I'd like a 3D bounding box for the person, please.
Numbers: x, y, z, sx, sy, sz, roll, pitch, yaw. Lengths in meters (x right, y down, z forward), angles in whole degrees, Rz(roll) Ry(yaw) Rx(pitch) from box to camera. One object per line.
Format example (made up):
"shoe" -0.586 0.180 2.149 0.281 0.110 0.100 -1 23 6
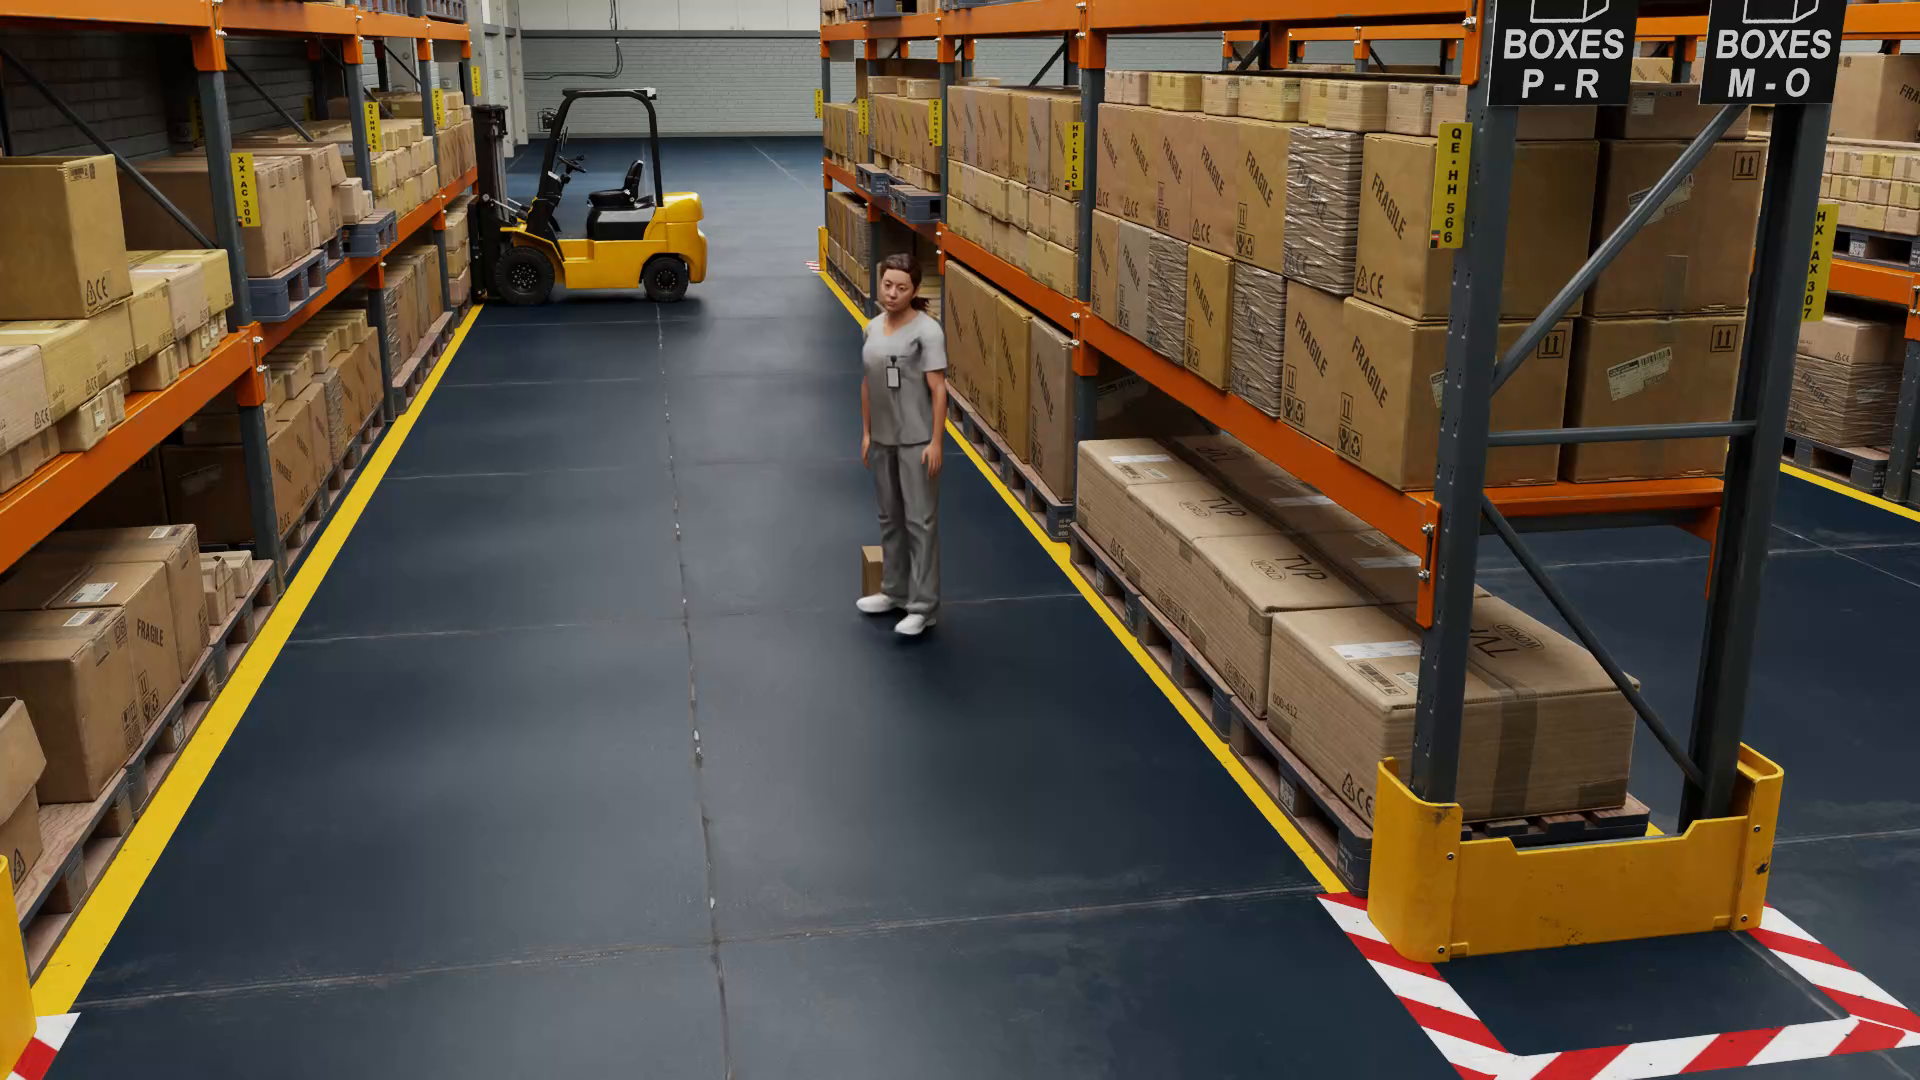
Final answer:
"person" -0.272 -0.431 7.412 0.526 1.674 0.428 14 22 40
